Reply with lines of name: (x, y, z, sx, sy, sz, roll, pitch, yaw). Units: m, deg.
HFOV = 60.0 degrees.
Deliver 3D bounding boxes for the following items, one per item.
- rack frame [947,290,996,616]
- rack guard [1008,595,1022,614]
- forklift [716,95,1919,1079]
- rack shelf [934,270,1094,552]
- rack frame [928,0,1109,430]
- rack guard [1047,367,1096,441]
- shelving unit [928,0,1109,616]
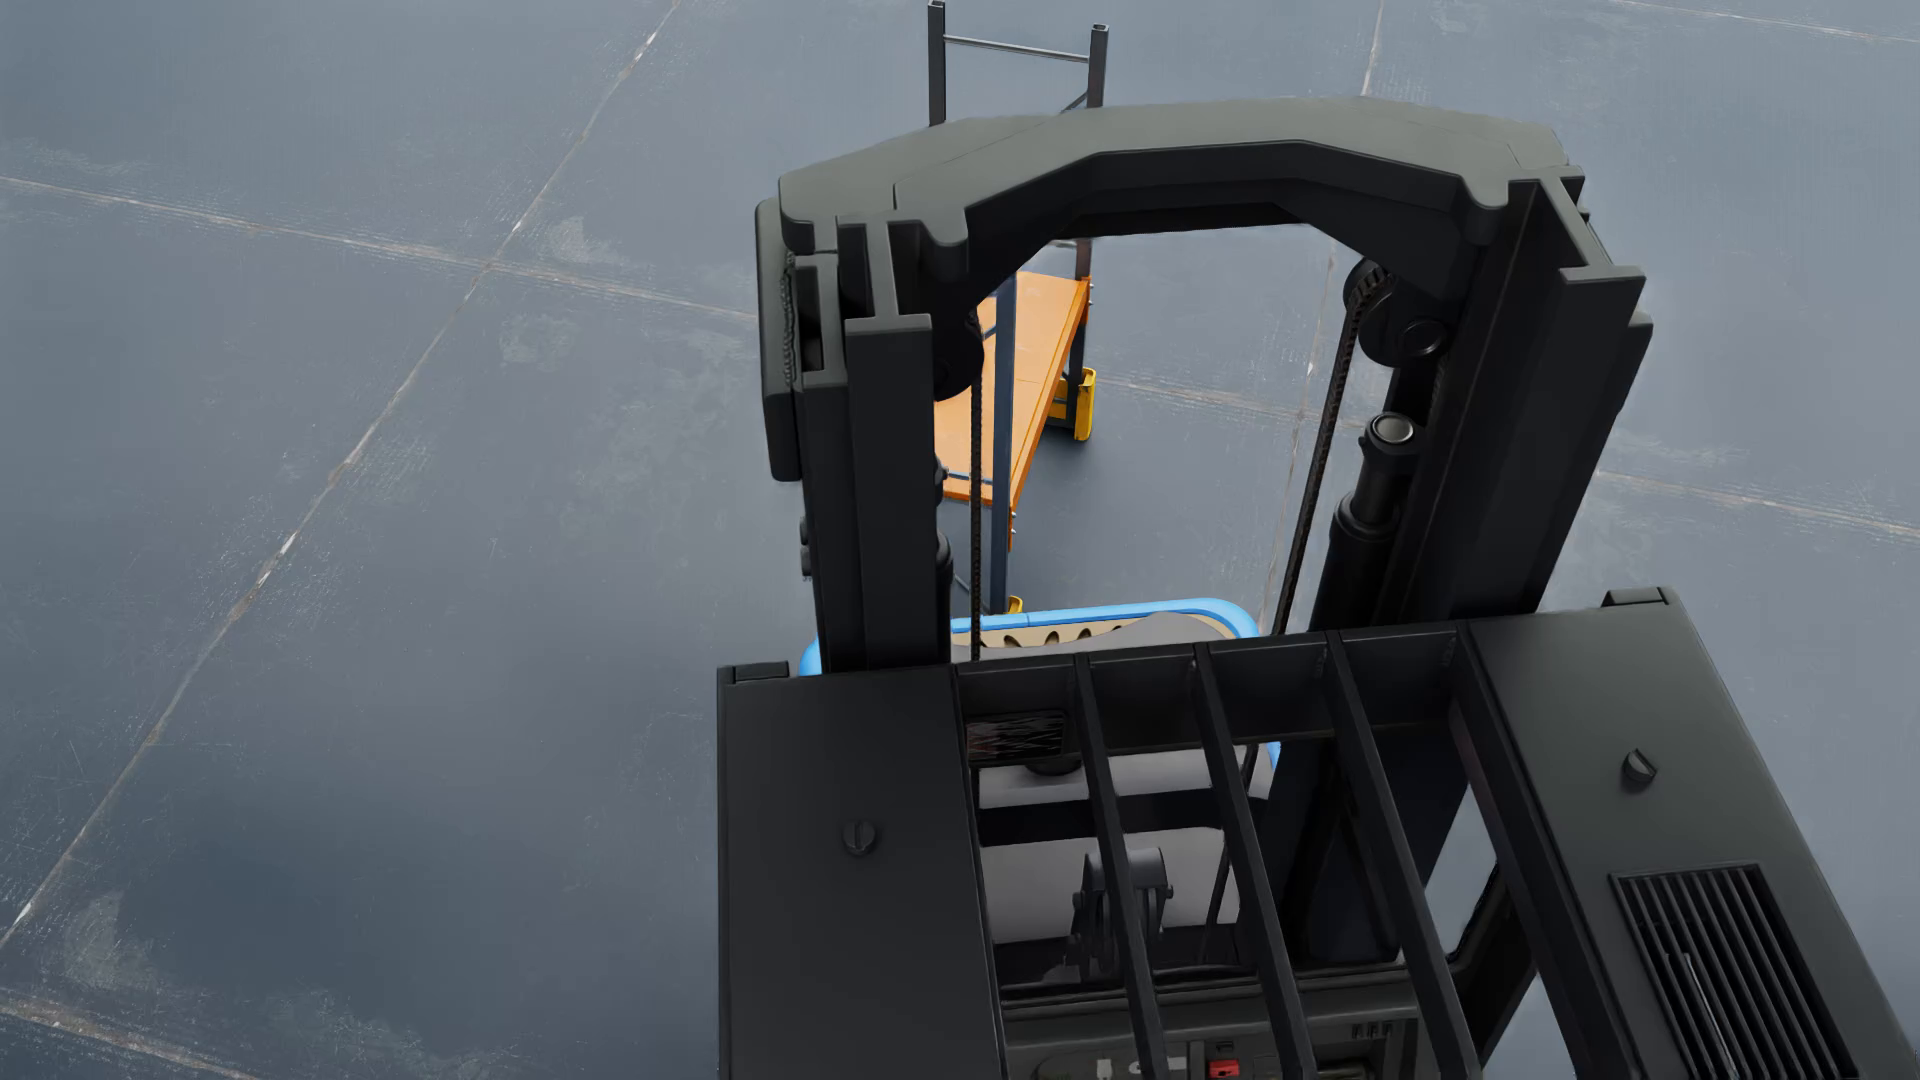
rack frame: (-0.113, -0.191, 4.418, 0.475, 1.308, 0.013, 12, 50, 10)
rack guard: (-0.111, 0.222, 4.887, 0.587, 0.250, 0.087, 12, 50, 10)
forklift: (0.305, 1.002, 2.411, 1.130, 2.935, 3.031, -5, 49, -4)
rack shelf: (0.022, -0.439, 4.877, 0.538, 0.185, 1.000, 12, 50, 10)
rack frame: (0.156, -0.926, 5.067, 0.500, 1.500, 0.032, 12, 50, 10)
rack guard: (0.151, -0.498, 5.523, 0.587, 0.250, 0.087, 12, 50, 10)
shelving unit: (0.020, -0.551, 4.736, 0.587, 1.500, 1.083, 12, 50, 10)
